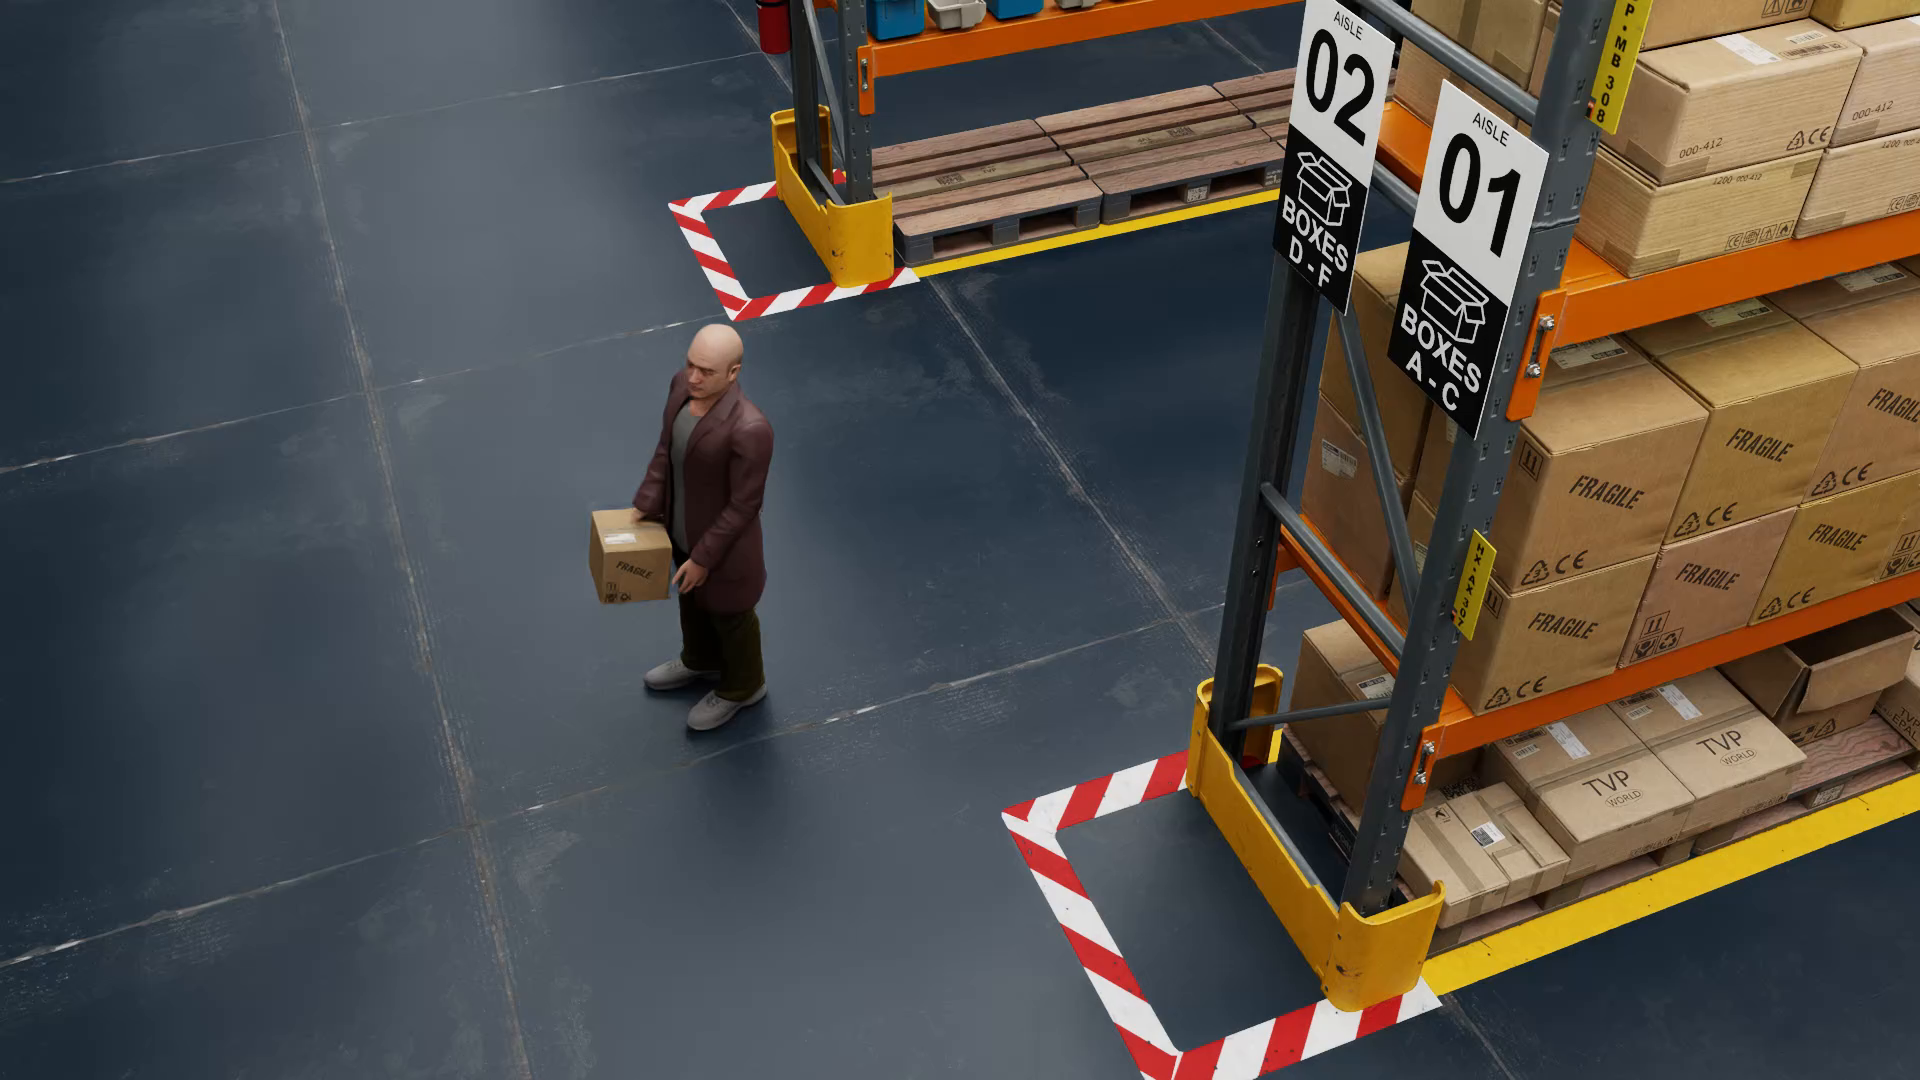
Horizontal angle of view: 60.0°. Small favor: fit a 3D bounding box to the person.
[{"bbox_3d":[-0.963,-0.013,6.172,0.469,1.784,0.603,-27,48,-27],"label":"person"}]
